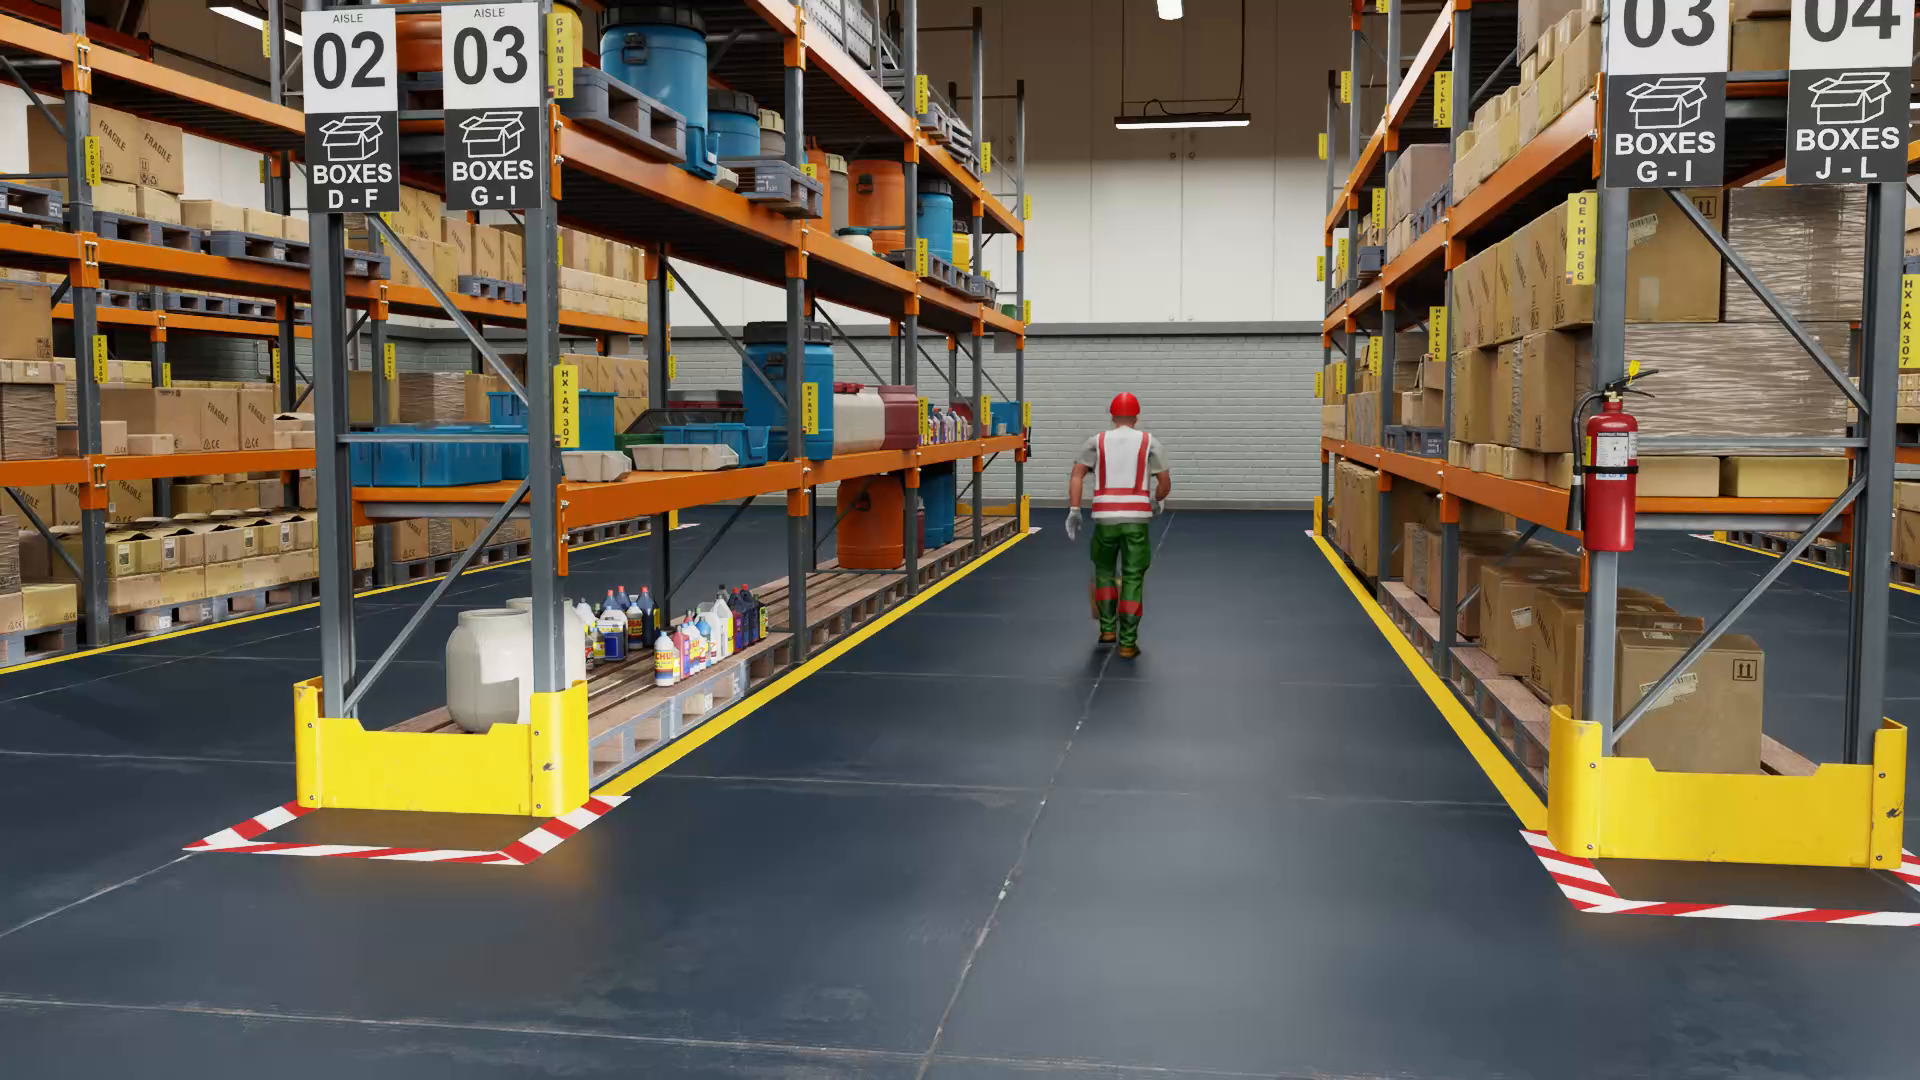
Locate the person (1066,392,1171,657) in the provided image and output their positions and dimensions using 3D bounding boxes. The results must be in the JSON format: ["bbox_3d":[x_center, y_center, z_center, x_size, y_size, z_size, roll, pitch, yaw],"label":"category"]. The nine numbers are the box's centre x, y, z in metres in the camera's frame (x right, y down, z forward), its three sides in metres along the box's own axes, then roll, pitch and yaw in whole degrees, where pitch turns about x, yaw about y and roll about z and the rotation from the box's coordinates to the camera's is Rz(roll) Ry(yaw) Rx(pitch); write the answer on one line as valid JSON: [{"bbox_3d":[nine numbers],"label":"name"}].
[{"bbox_3d":[1.082,-0.125,11.261,0.686,1.752,0.702,1,5,13],"label":"person"}]
